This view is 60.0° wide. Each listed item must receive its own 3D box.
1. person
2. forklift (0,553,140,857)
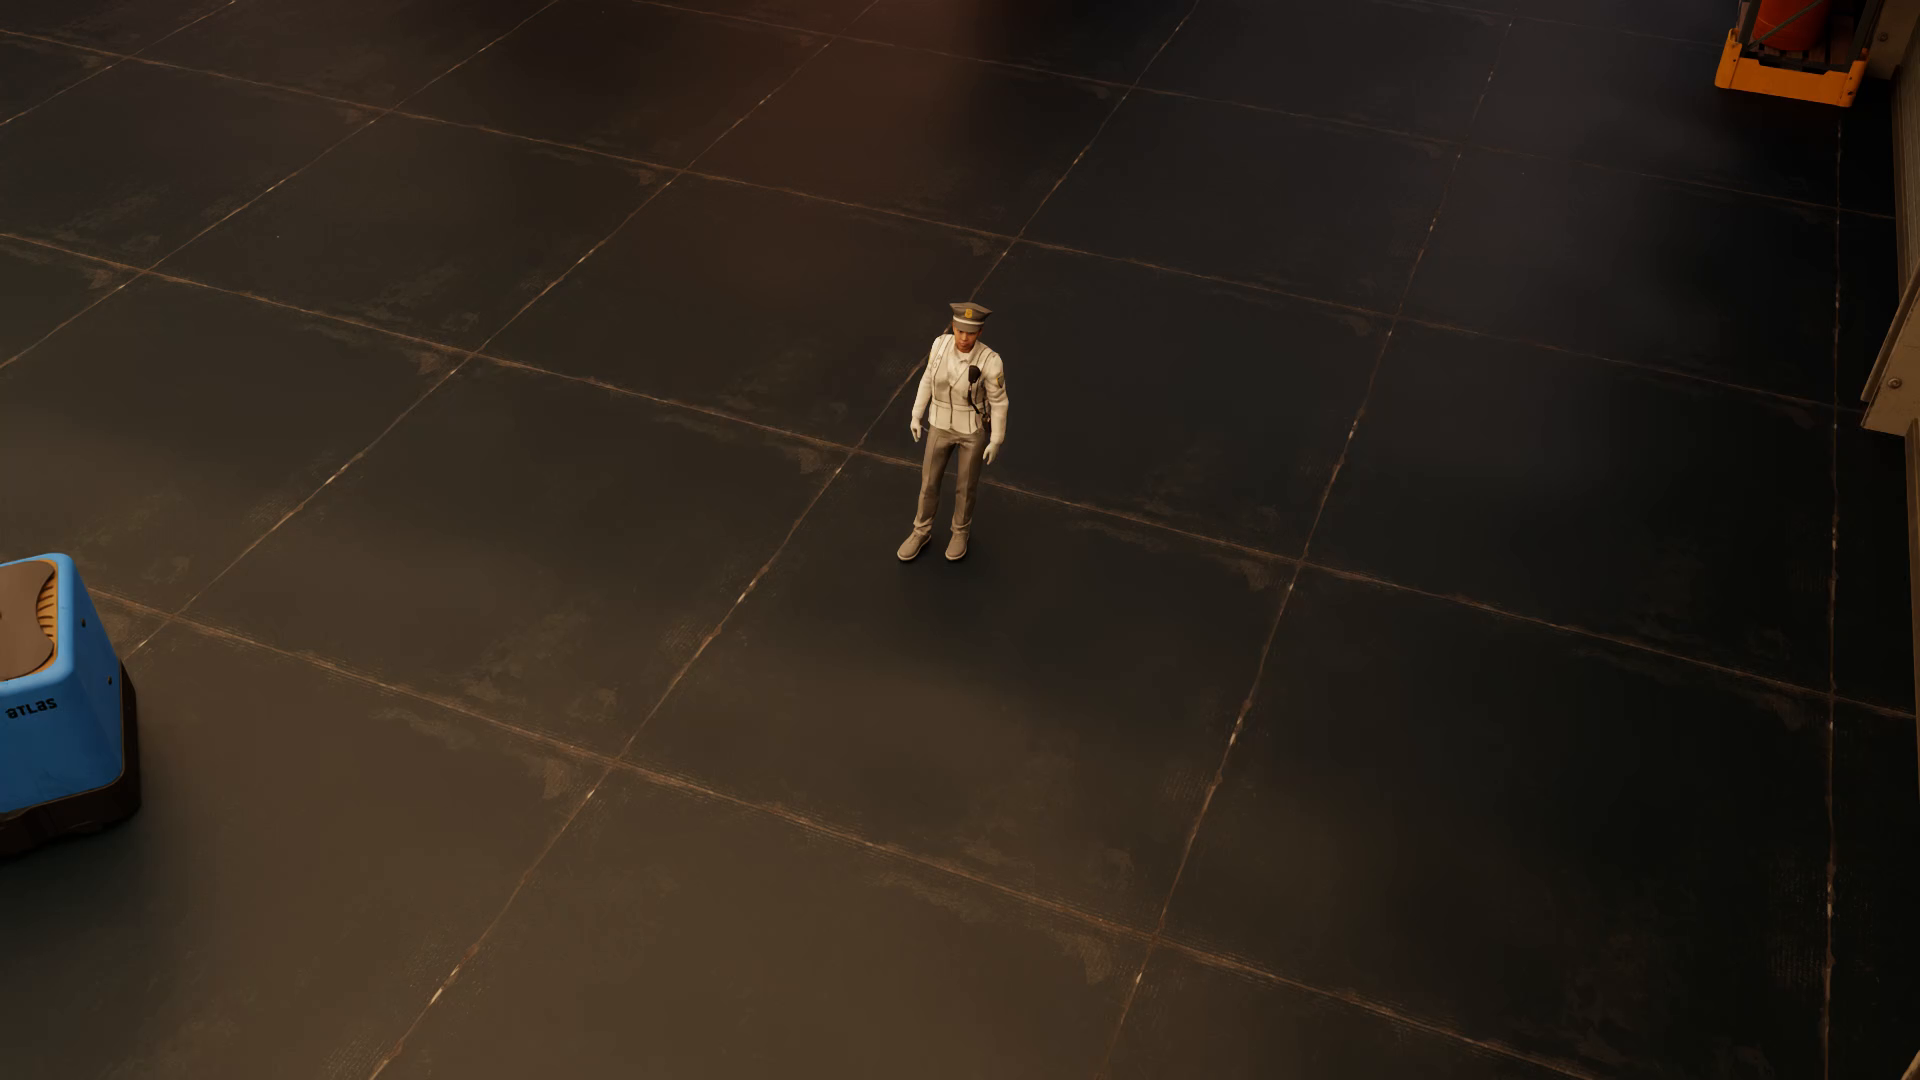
[{"bbox_3d":[-0.033,-0.615,9.695,0.586,1.690,0.530,15,42,17],"label":"person"},{"bbox_3d":[-5.792,0.390,7.540,3.031,2.935,1.130,-15,42,-17],"label":"forklift"}]
